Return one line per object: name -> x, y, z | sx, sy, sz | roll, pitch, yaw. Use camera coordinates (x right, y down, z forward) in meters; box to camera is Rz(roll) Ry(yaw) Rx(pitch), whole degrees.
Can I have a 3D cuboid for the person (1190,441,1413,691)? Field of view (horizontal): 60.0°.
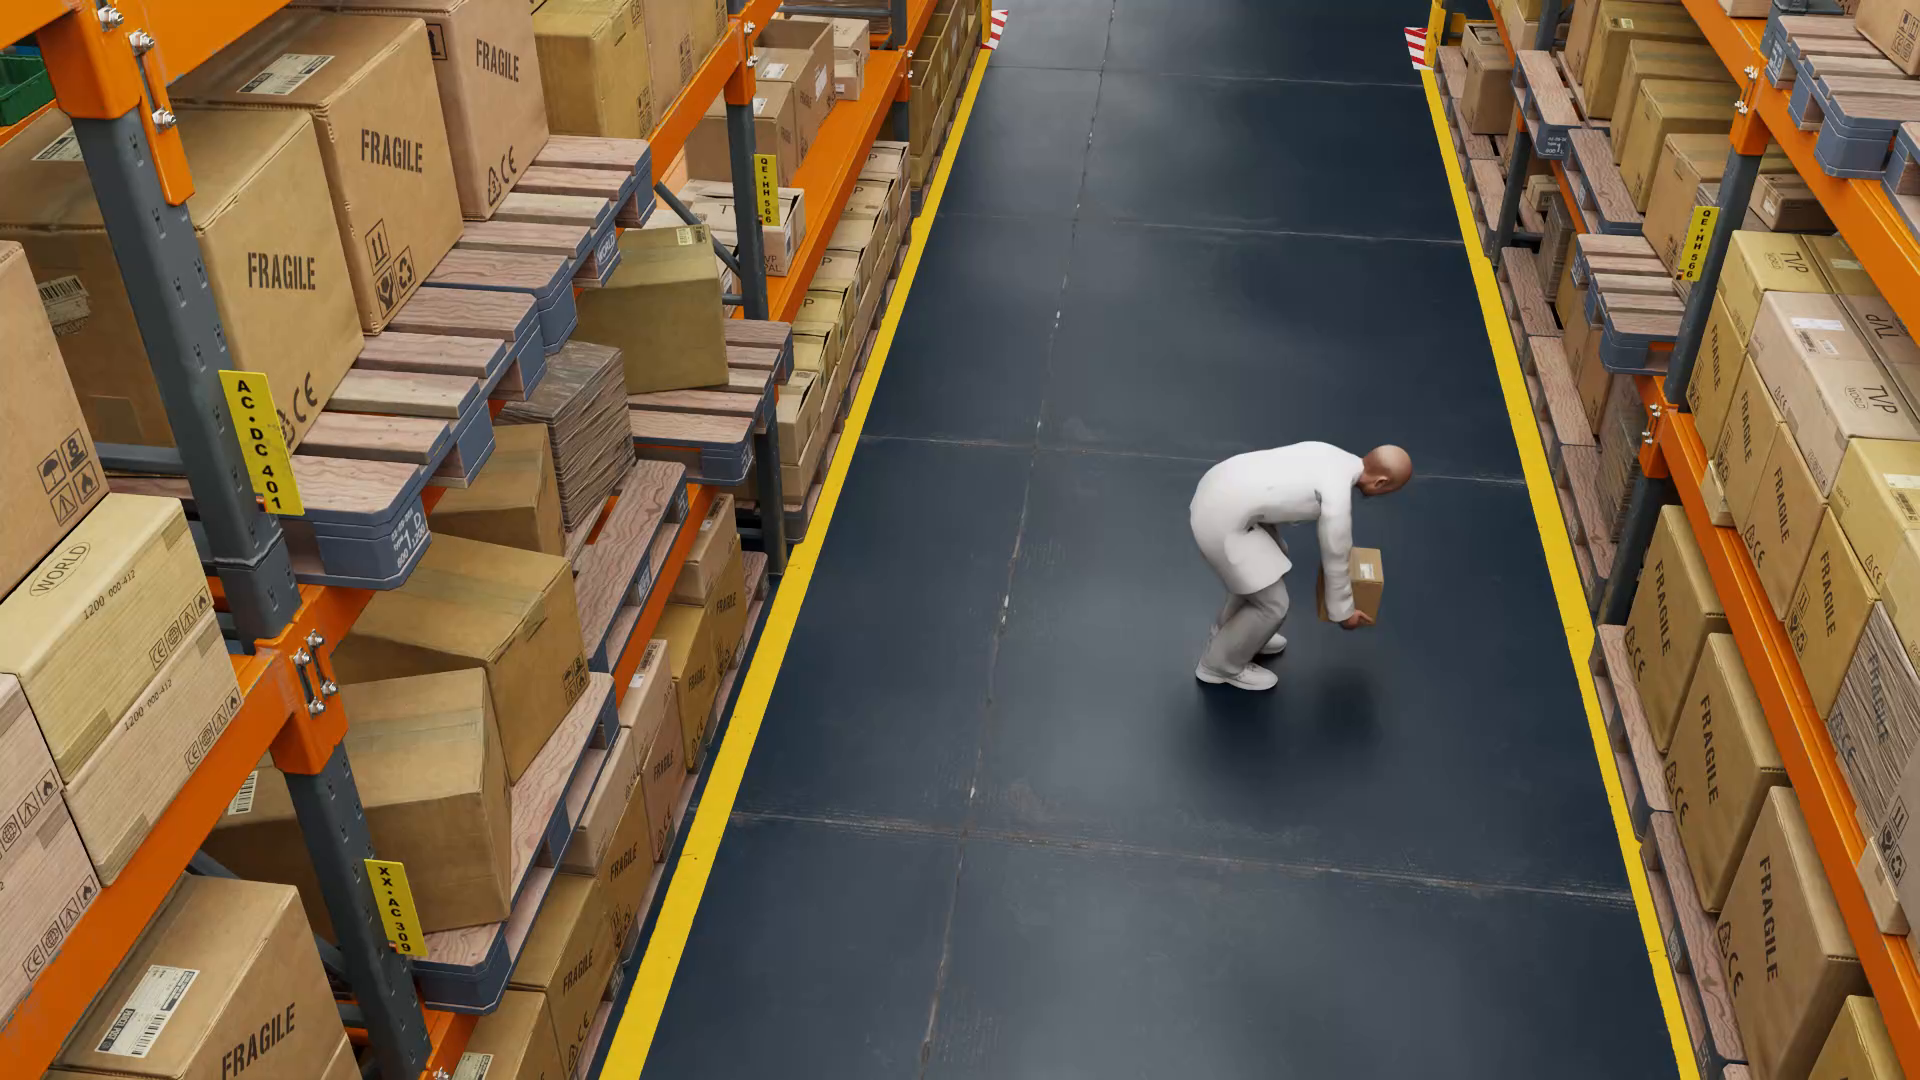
person -> 1.471, 0.110, 7.417 | 0.926, 1.177, 0.571 | 3, 36, 4
